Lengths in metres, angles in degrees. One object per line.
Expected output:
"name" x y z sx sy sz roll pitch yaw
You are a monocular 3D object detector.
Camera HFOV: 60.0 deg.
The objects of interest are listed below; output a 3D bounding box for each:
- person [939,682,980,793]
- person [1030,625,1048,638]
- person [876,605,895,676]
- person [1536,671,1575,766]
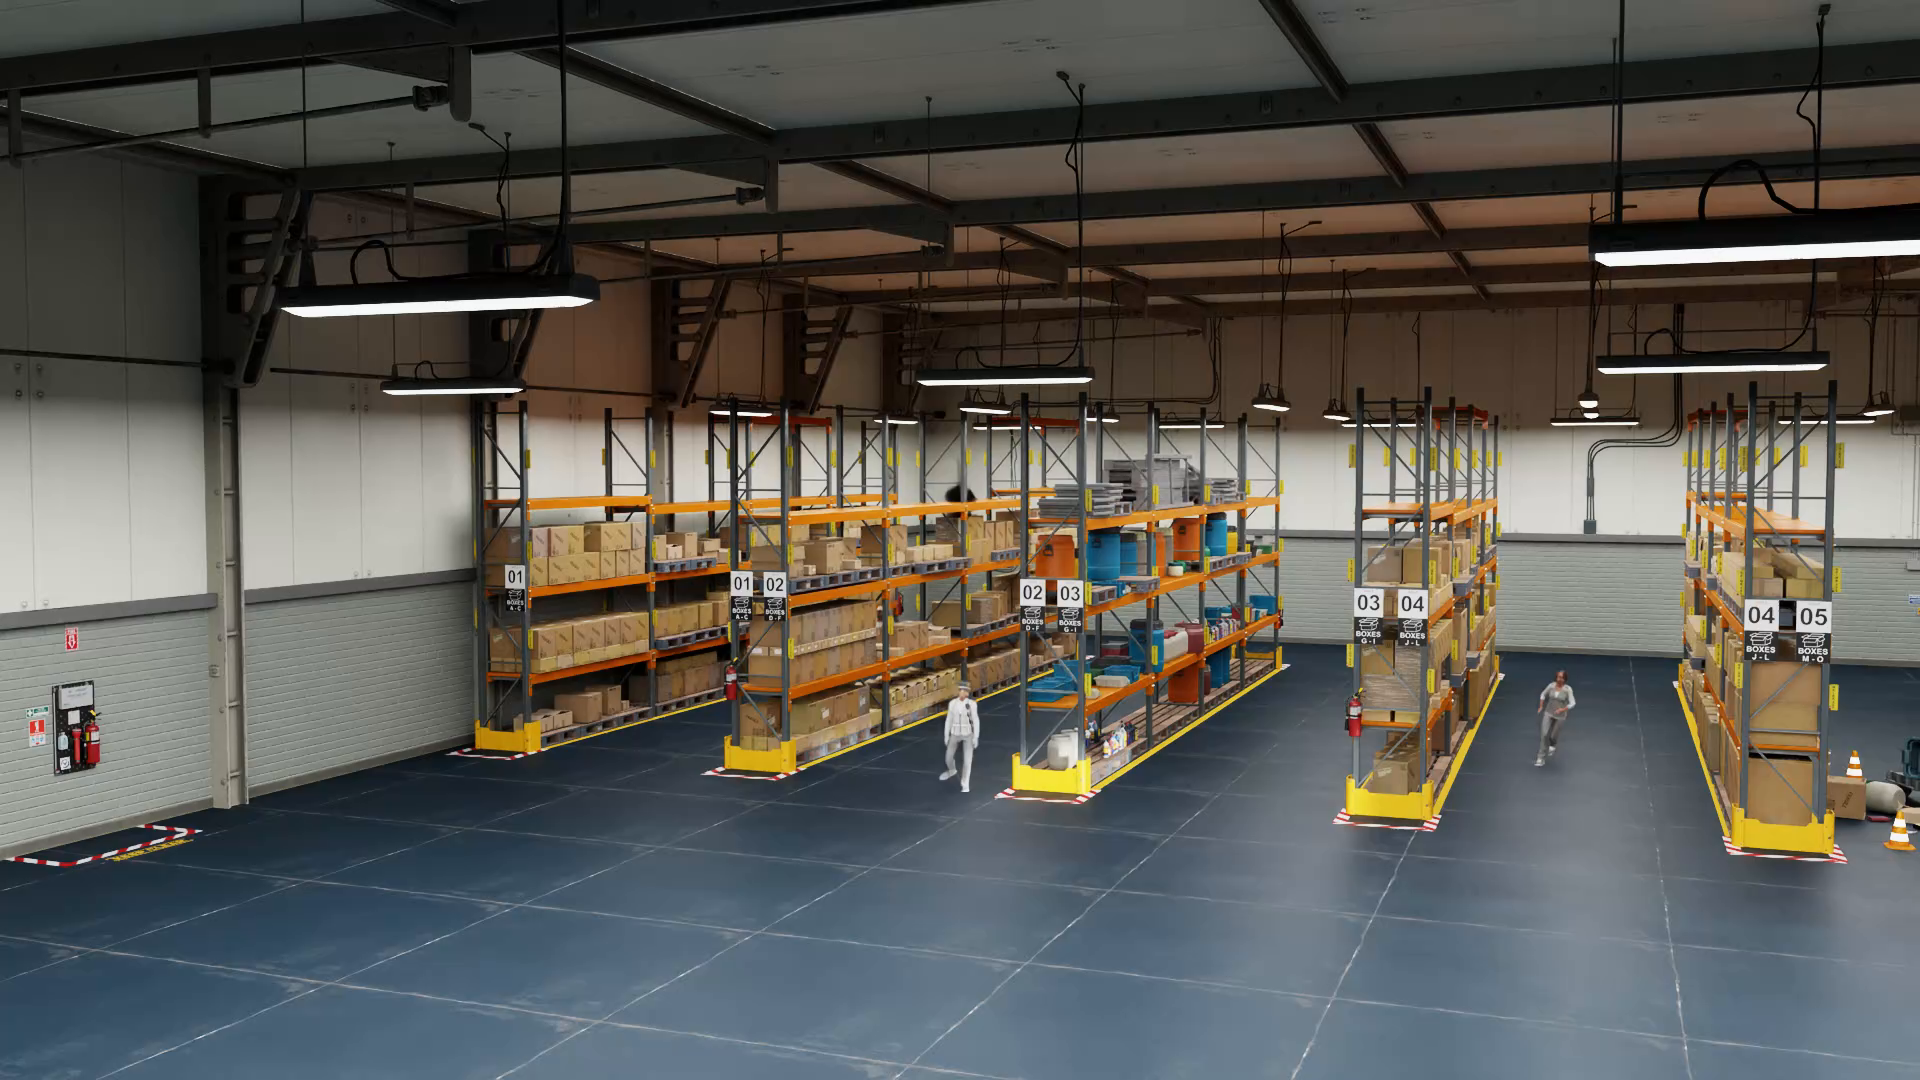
"person" -0.019 2.945 25.129 0.696 1.654 0.587 1 3 13
"person" 2.065 2.021 42.993 1.006 1.722 0.698 1 3 22
"person" -1.752 2.331 36.672 0.655 1.784 0.796 1 3 22
"person" 9.780 2.901 27.247 0.575 1.560 0.788 2 3 29
